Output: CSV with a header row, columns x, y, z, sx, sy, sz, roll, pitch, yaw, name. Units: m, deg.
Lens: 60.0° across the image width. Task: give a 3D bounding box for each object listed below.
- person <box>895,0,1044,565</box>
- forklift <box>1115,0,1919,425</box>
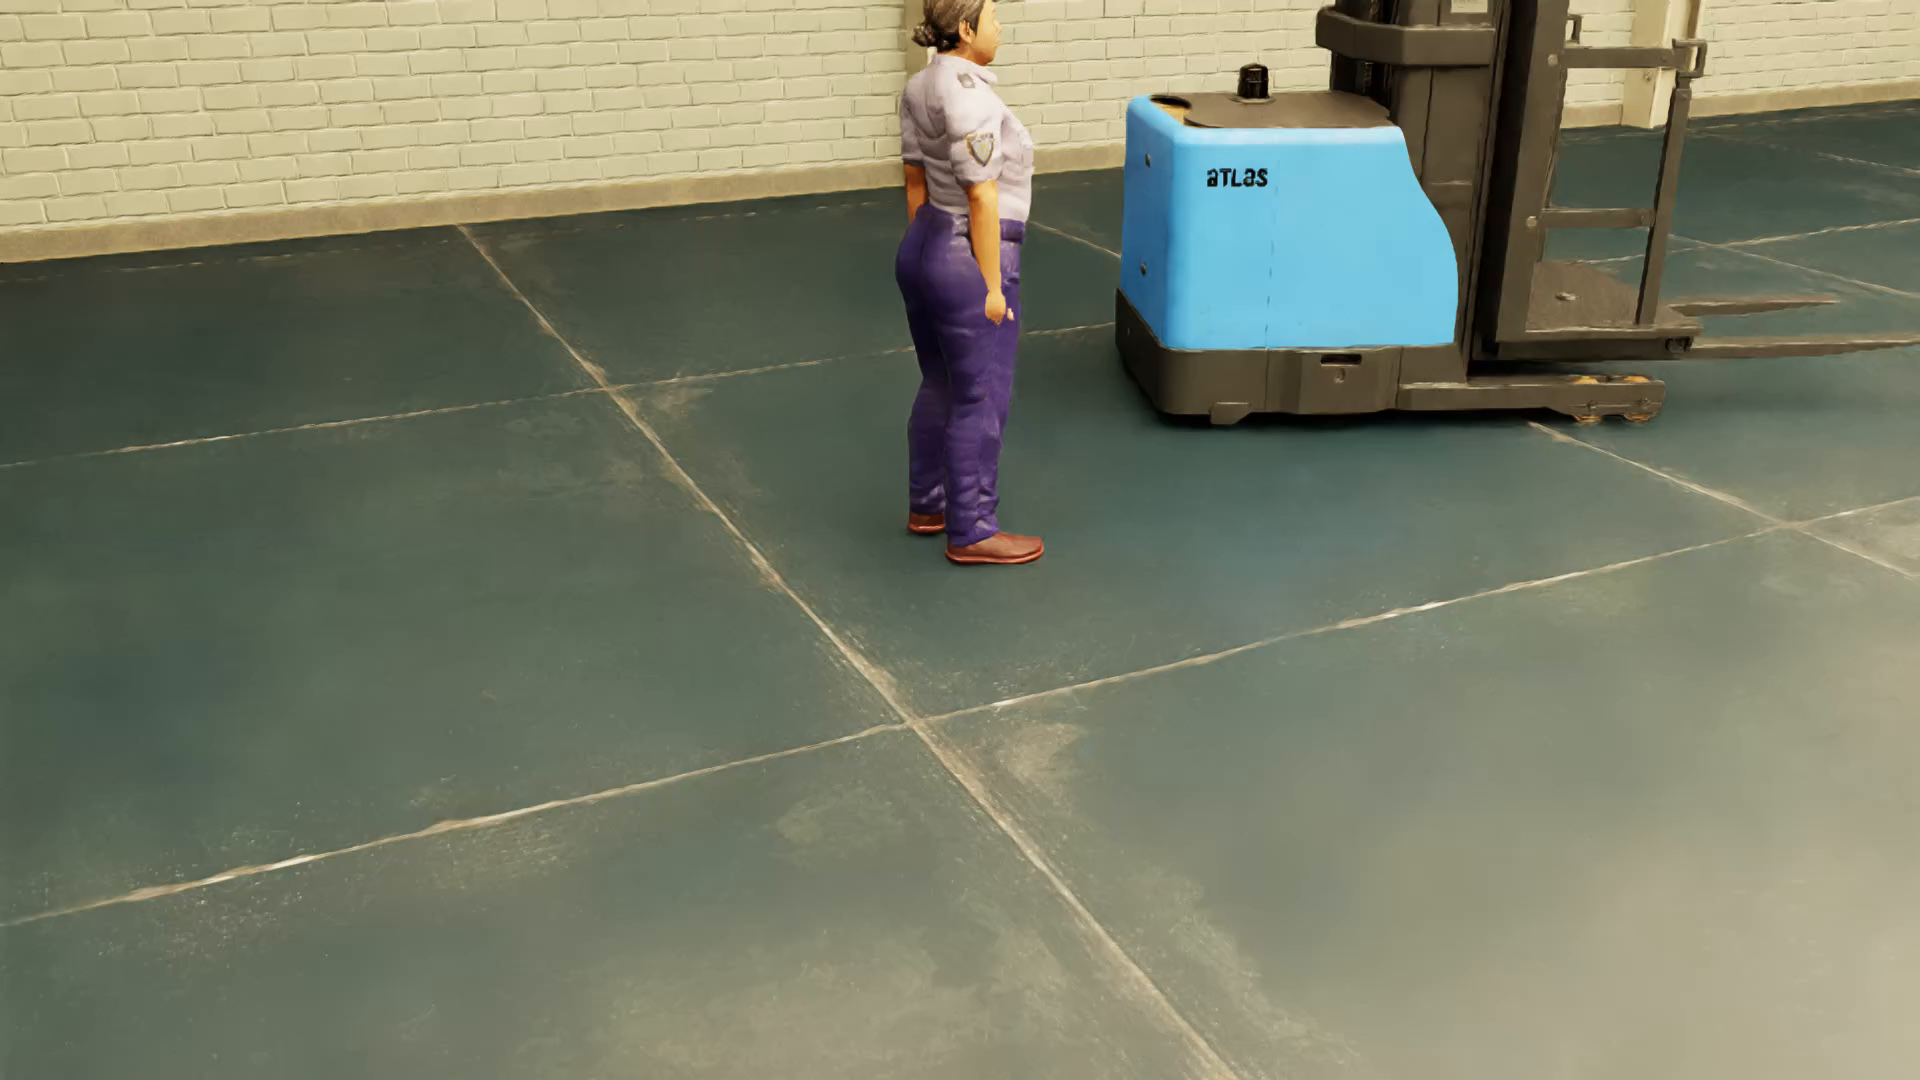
x,y,z,sx,sy,sz,roll,pitch,yaw,name
0.017,-0.751,4.794,0.349,1.635,0.480,-10,25,-23,person
2.186,-1.988,6.071,3.031,2.935,1.130,-2,23,-5,forklift
